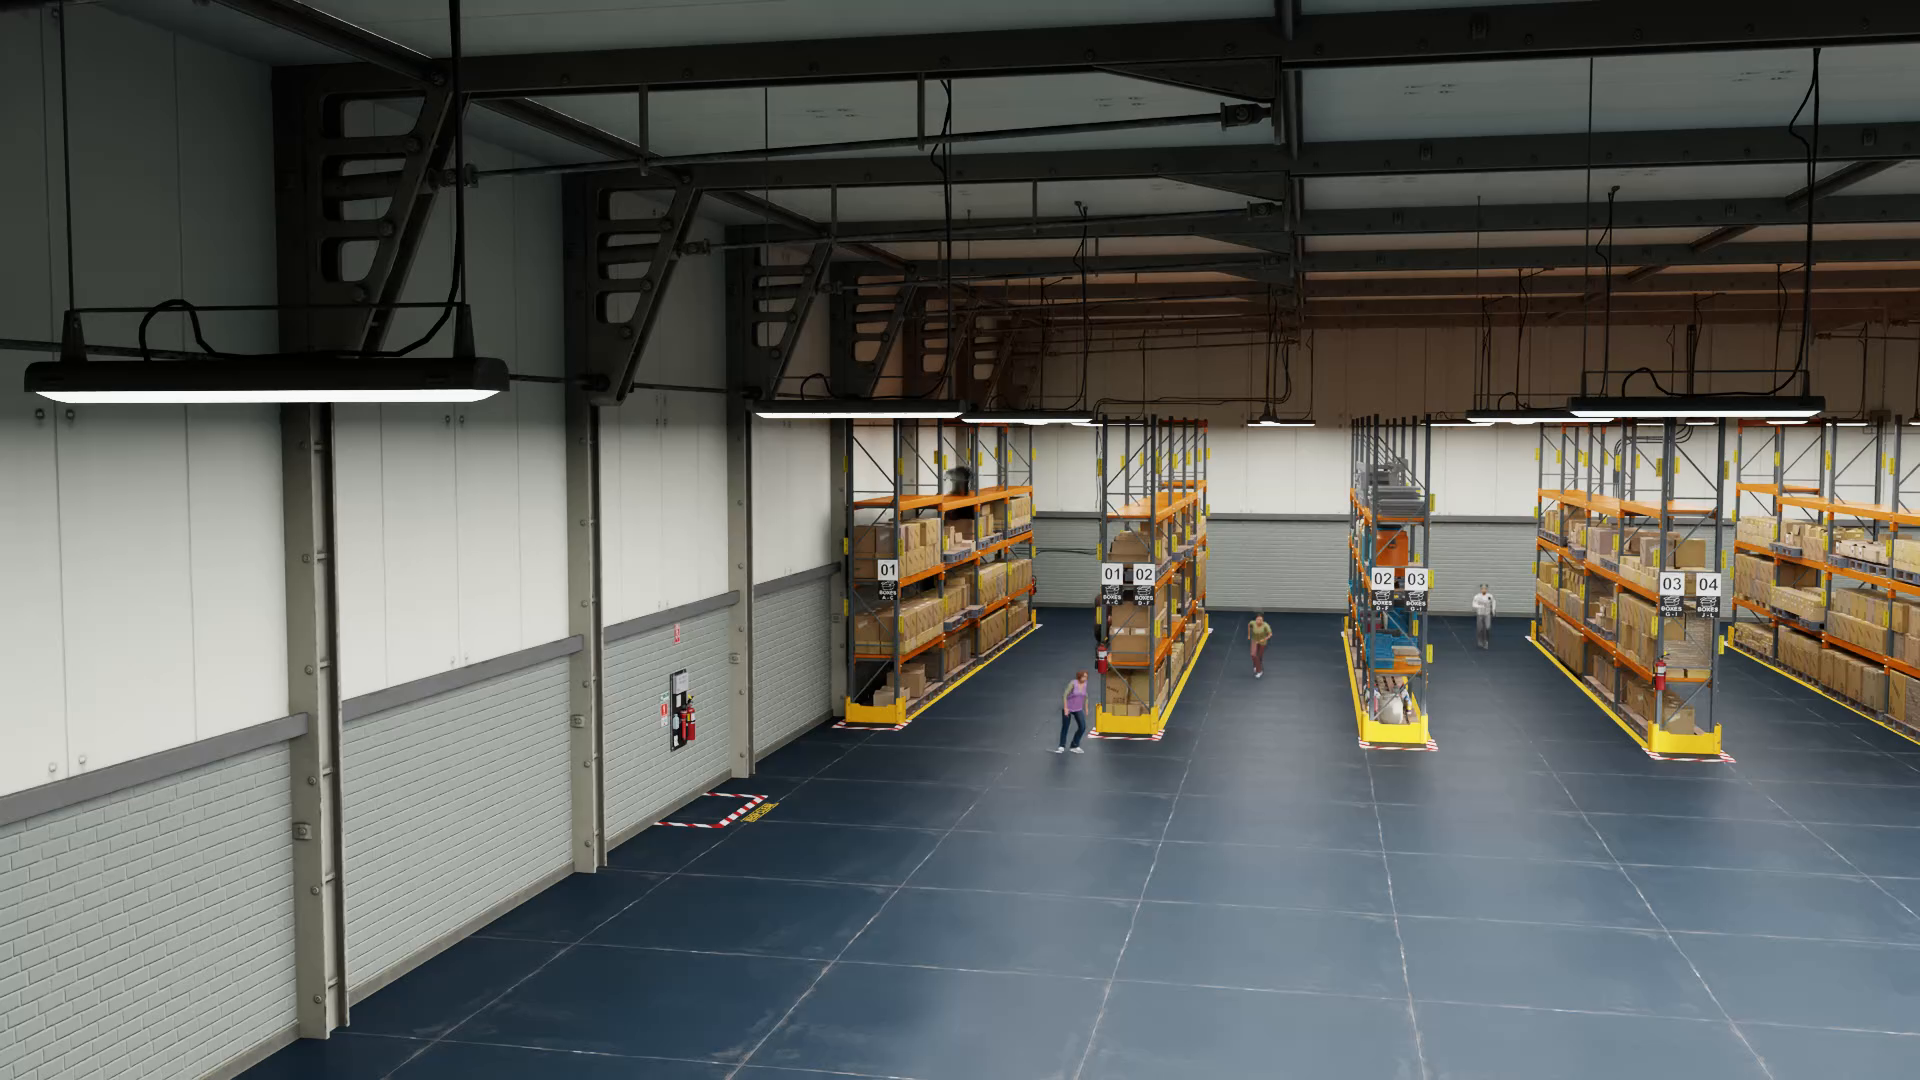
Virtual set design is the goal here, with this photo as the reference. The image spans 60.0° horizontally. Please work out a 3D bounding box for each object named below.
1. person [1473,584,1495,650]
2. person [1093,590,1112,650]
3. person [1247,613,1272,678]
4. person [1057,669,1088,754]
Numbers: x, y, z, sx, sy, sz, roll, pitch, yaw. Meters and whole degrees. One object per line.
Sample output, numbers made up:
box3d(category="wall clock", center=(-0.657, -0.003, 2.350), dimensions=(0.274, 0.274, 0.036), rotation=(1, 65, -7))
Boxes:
box3d(category="person", center=(13.686, 1.992, 43.428), dimensions=(0.593, 1.738, 0.810), rotation=(1, 4, 12))
box3d(category="person", center=(3.648, 2.090, 42.328), dimensions=(0.702, 1.619, 0.819), rotation=(1, 4, 21))
box3d(category="person", center=(6.975, 2.407, 38.669), dimensions=(0.571, 1.510, 1.036), rotation=(1, 4, 13))
box3d(category="person", center=(2.014, 3.036, 29.365), dimensions=(0.539, 1.483, 0.599), rotation=(-2, 4, -27))
